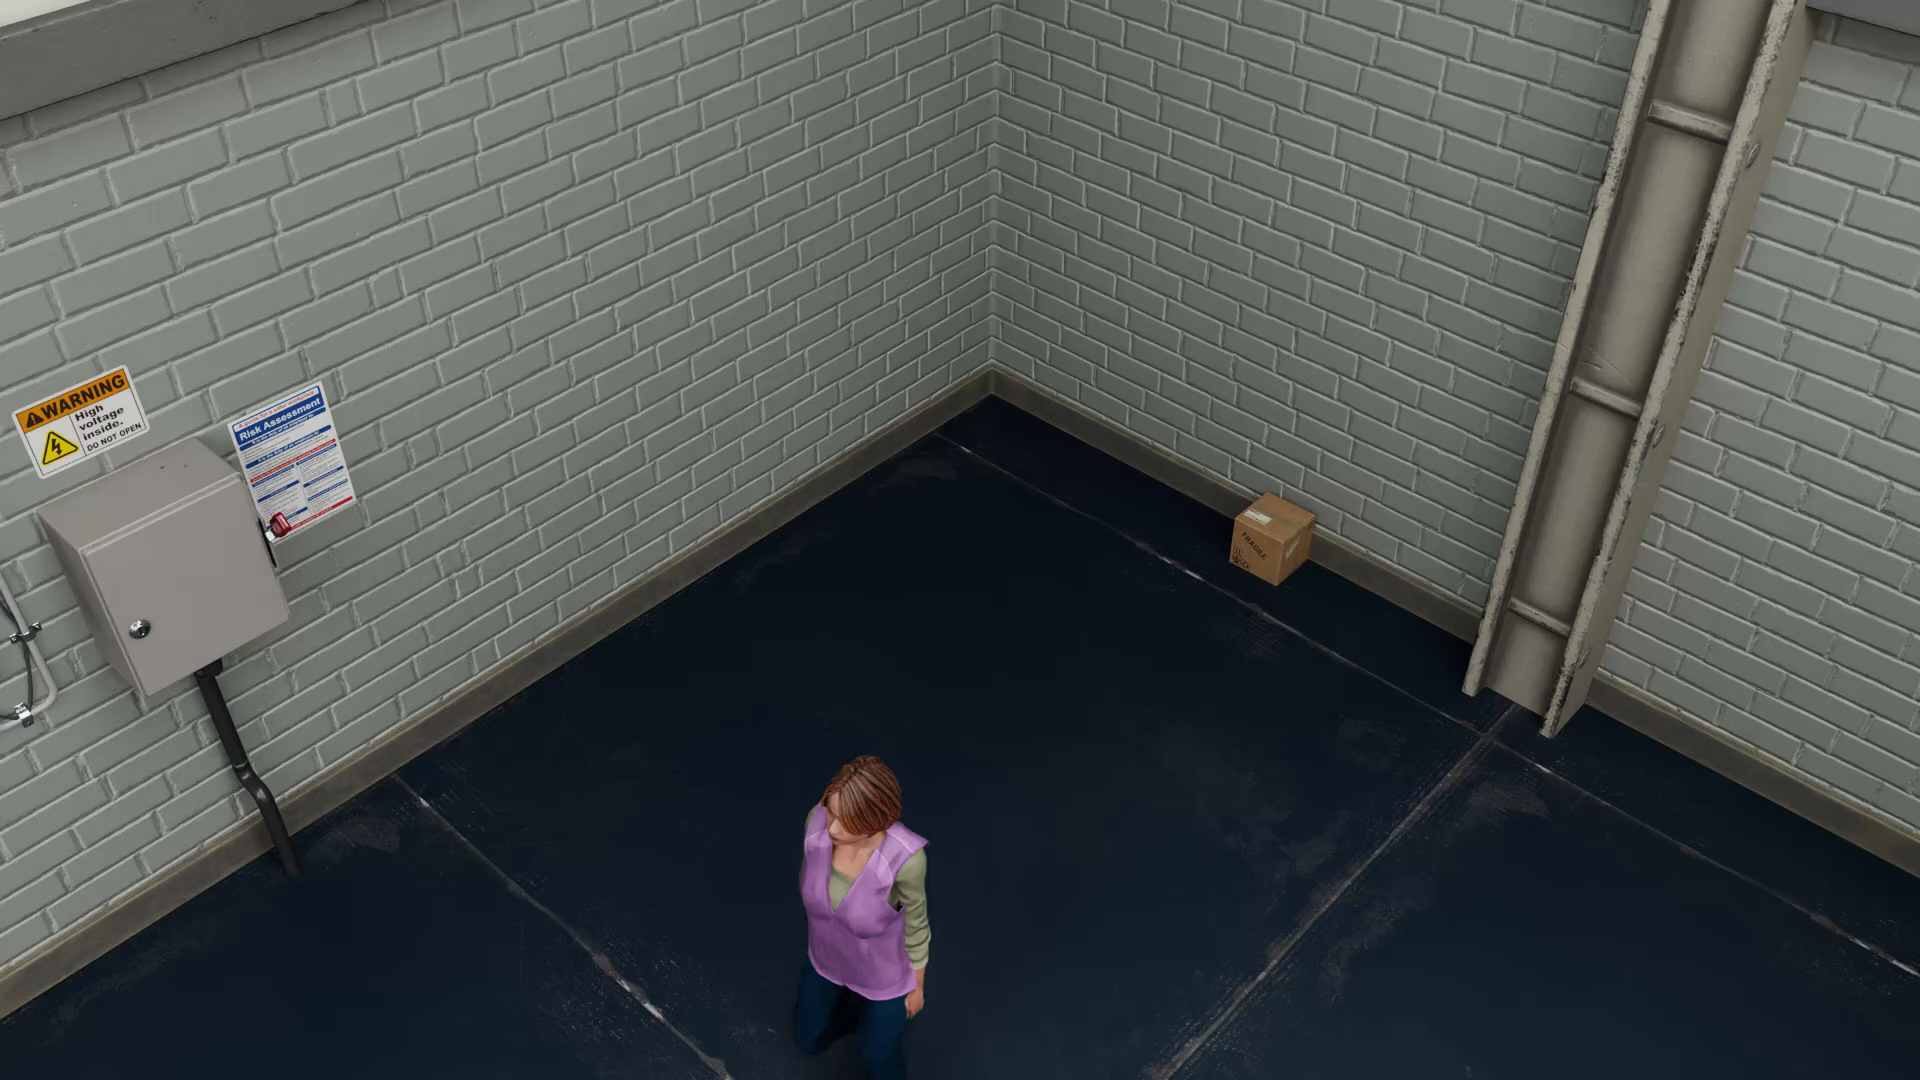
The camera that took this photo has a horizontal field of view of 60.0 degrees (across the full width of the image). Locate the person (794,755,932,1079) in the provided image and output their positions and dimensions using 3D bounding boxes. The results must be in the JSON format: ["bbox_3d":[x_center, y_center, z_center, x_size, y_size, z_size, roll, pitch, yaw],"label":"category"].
[{"bbox_3d":[-0.247,1.163,4.757,0.418,1.561,0.487,19,44,22],"label":"person"}]
